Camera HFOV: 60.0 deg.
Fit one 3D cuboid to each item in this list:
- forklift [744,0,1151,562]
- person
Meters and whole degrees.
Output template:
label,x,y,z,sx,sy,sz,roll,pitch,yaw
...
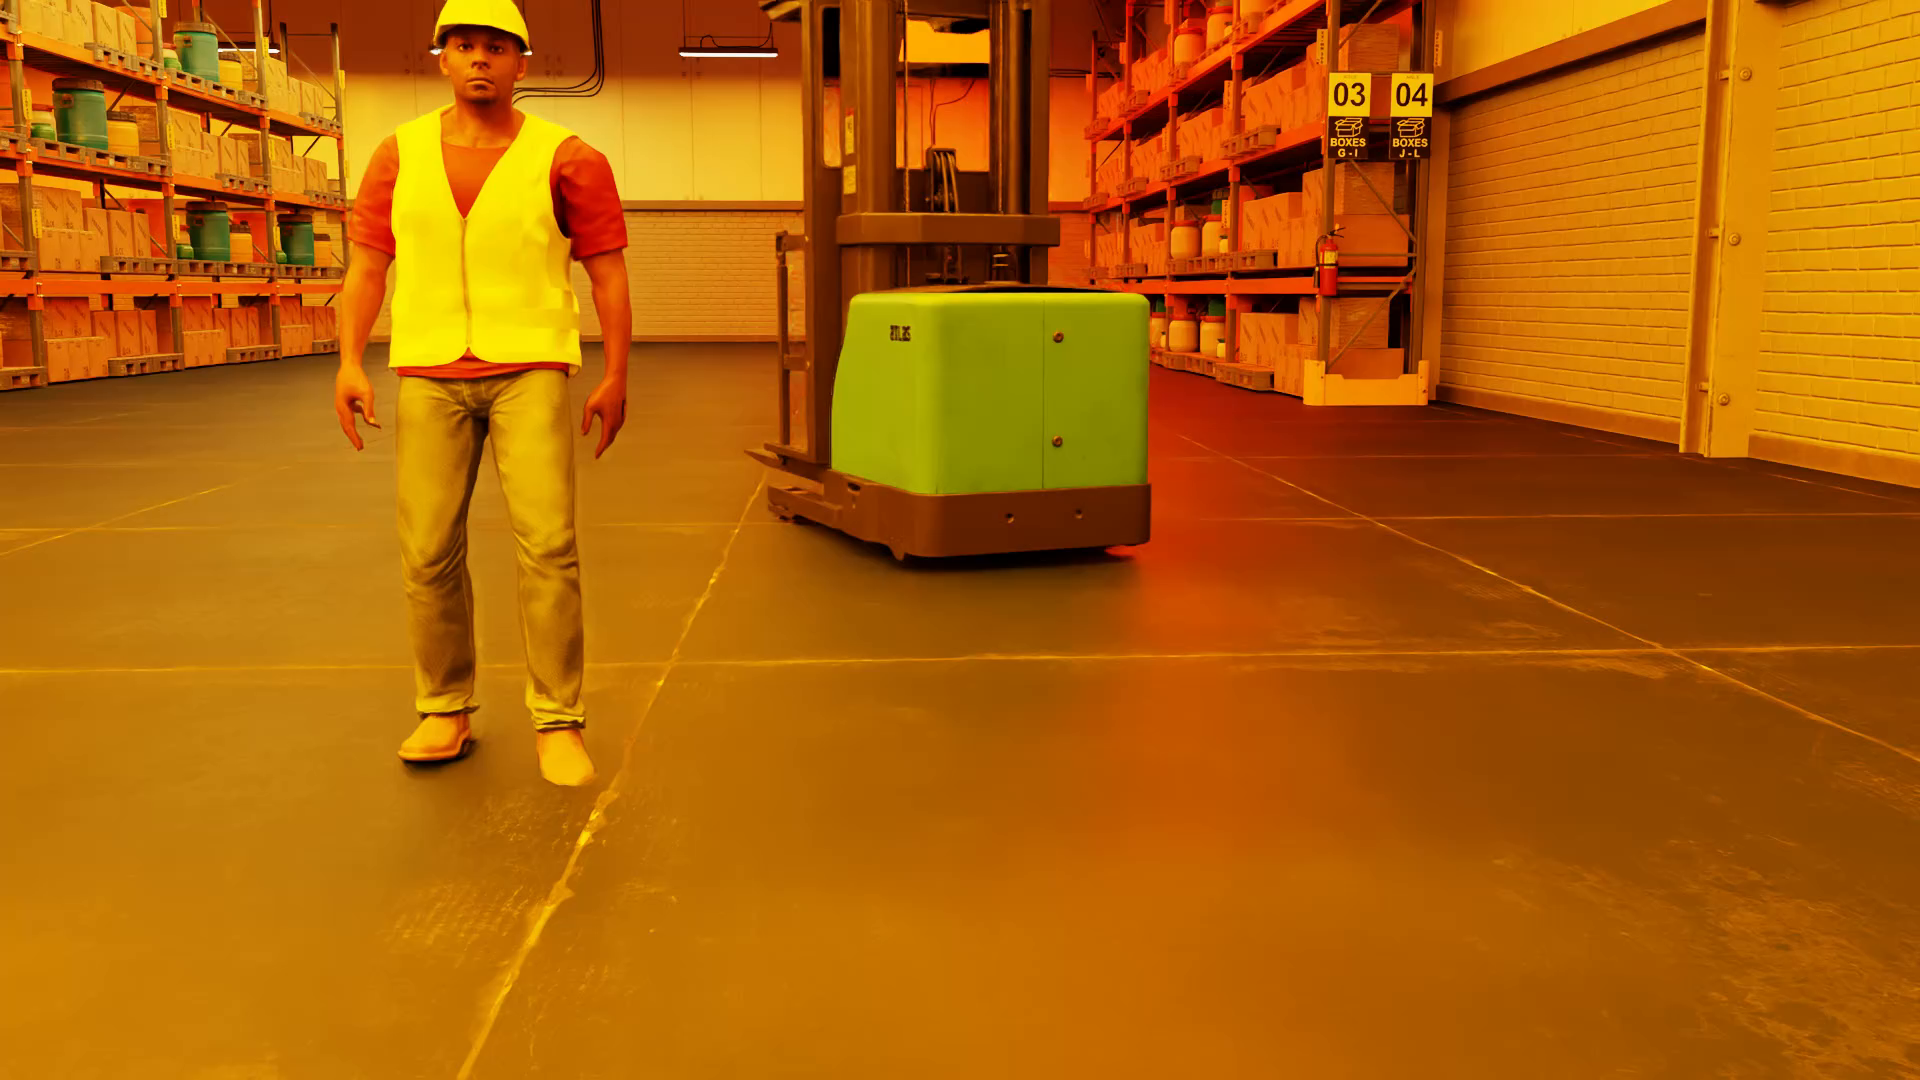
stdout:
label,x,y,z,sx,sy,sz,roll,pitch,yaw
forklift,-0.275,-1.542,7.714,1.130,2.935,3.031,-4,9,-23
person,-1.091,-0.345,3.777,0.657,1.789,0.518,0,8,-3
